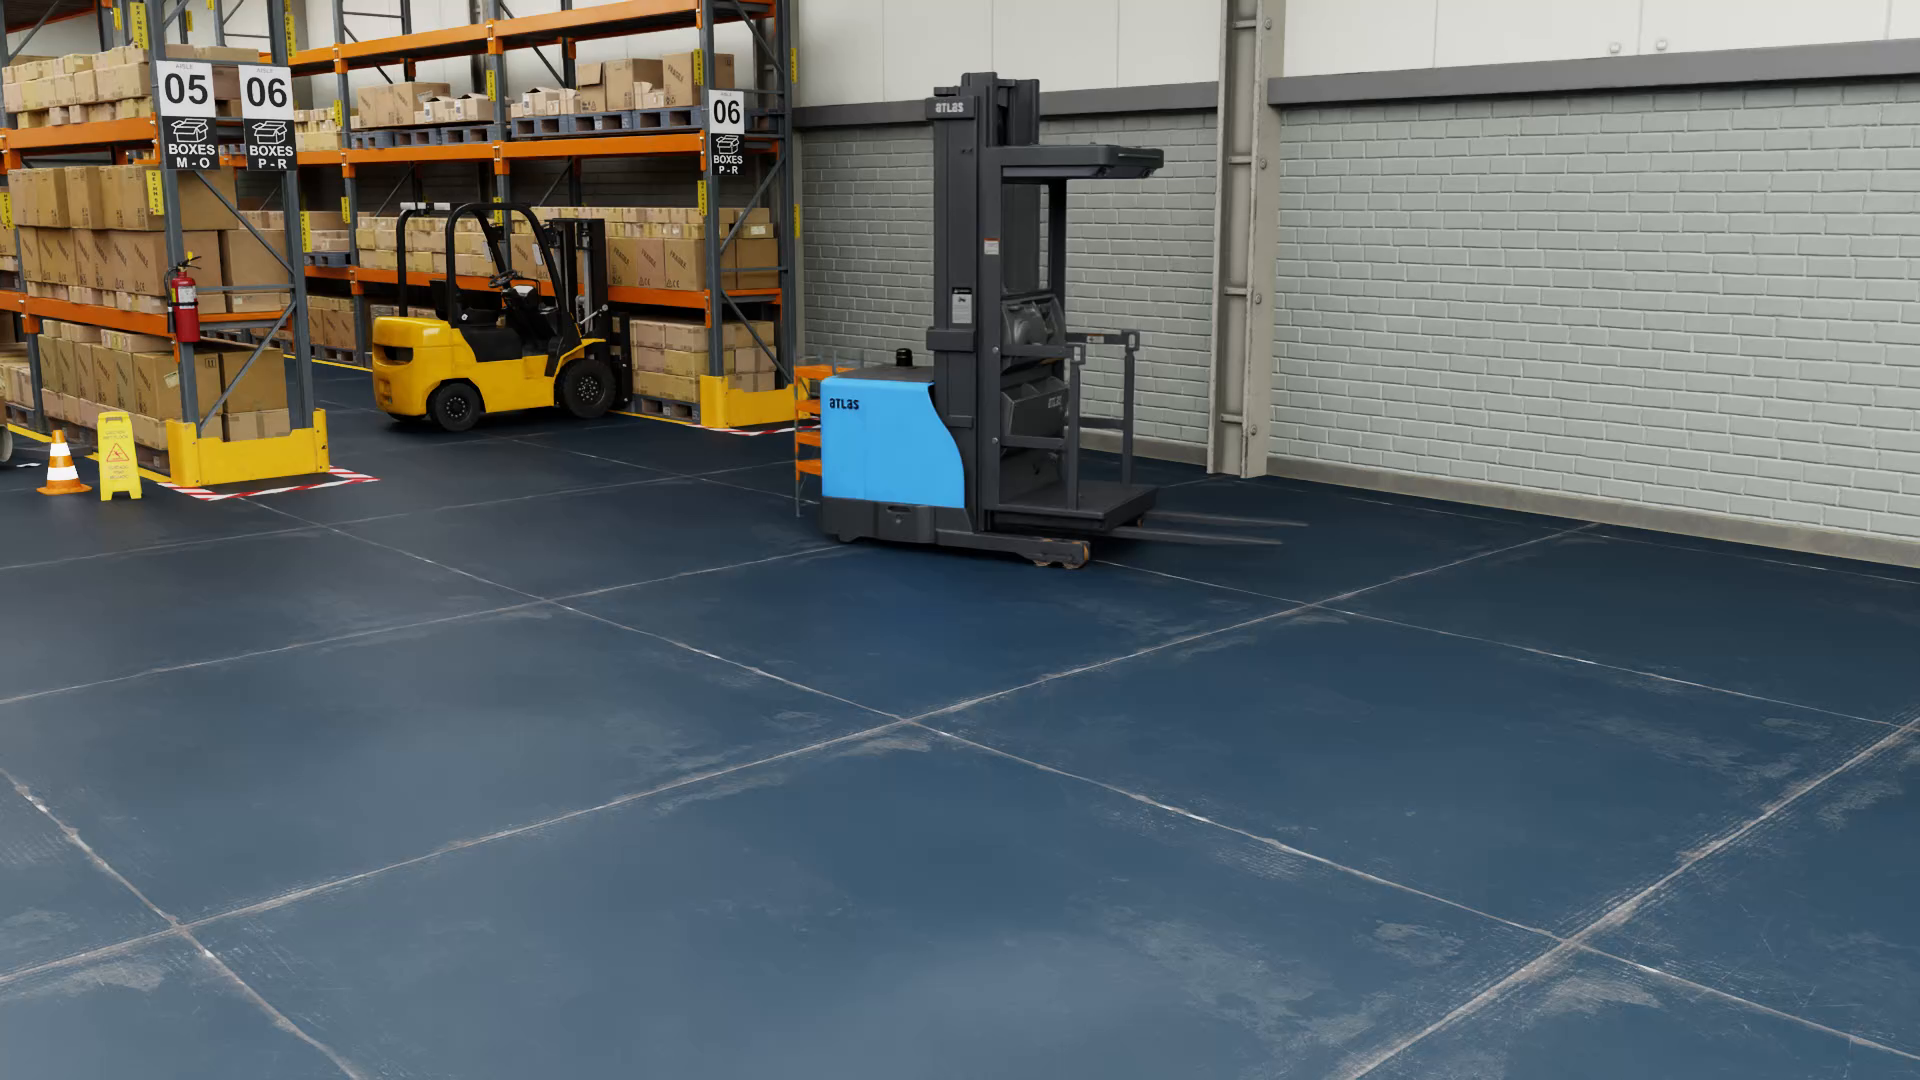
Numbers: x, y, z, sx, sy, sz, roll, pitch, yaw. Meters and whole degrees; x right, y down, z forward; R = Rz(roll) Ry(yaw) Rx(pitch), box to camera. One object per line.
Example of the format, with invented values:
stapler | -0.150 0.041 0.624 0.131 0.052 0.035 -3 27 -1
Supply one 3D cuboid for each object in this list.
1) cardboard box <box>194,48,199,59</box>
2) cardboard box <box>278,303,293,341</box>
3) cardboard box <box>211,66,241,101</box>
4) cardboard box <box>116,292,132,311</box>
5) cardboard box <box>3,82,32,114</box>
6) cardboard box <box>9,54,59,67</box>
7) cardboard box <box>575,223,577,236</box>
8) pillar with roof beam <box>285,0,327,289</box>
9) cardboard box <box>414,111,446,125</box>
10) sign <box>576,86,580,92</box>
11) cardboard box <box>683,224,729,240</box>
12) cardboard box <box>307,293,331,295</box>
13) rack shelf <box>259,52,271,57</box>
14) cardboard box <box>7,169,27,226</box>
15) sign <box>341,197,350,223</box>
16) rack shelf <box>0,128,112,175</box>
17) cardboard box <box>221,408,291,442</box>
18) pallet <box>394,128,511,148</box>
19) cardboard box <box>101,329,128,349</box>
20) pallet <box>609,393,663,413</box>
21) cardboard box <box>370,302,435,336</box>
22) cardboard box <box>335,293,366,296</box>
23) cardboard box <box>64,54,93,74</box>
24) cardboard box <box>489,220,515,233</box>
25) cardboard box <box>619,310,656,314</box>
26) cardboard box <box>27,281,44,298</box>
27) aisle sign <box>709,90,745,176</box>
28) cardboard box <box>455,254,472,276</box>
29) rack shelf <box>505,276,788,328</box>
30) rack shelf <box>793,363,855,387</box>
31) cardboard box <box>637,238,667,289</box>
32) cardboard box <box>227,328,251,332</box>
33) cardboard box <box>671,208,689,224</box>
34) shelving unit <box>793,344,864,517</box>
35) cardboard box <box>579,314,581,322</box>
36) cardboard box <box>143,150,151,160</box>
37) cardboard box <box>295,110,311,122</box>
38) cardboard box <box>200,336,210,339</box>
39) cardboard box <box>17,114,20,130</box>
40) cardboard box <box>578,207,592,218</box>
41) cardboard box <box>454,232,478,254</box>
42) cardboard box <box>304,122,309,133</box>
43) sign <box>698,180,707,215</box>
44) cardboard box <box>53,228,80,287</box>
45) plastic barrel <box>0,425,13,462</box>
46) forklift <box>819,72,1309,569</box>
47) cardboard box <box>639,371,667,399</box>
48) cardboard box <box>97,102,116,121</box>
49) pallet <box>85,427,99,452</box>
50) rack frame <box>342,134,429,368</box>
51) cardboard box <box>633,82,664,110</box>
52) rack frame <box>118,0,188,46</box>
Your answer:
cardboard box | -5.926 -3.819 13.229 0.380 0.149 0.250 -11 16 -43
cardboard box | -9.455 -3.141 23.877 0.500 0.500 0.500 11 16 43
cardboard box | -5.797 -3.620 13.248 0.500 0.250 0.500 -11 16 -44
cardboard box | -6.672 -1.965 13.637 0.380 0.149 0.250 -11 16 -42
cardboard box | -8.299 -3.991 15.048 0.500 0.250 0.500 -11 16 -44
cardboard box | -8.898 -4.465 15.806 0.500 0.250 0.500 -10 16 -41
cardboard box | -3.925 -3.336 17.817 0.250 0.149 0.380 11 16 43
pillar with roof beam | -13.285 -6.977 22.475 9.100 9.000 0.400 -11 16 -43
cardboard box | -6.329 -5.075 20.013 0.380 0.149 0.250 -11 16 -43
sign | -4.417 -5.082 19.236 0.100 0.325 0.005 -11 16 -43
cardboard box | -2.497 -3.038 16.369 0.380 0.149 0.250 -11 16 -42
cardboard box | -9.133 -3.404 23.546 0.380 0.149 0.250 -11 16 -42
rack shelf | -11.724 -7.288 25.774 1.077 0.370 4.000 -11 16 -43
cardboard box | -8.258 -3.141 15.263 0.700 0.500 0.500 -11 16 -43
sign | -7.966 -4.279 21.573 0.100 0.325 0.005 -11 16 -43
rack shelf | -9.786 -3.960 17.049 1.077 0.370 4.000 -11 16 -43
cardboard box | -6.000 -0.983 14.023 0.500 0.250 0.500 -11 16 -43
pallet | -6.272 -4.955 20.562 1.003 0.211 1.213 -10 15 -40
cardboard box | -7.039 -1.712 14.097 0.380 0.149 0.250 -10 15 -40
pallet | -3.452 -1.578 18.048 1.003 0.211 1.213 -11 16 -43
cardboard box | -7.159 -2.777 21.802 0.875 0.625 0.625 -10 15 -41
cardboard box | -8.646 -3.427 23.660 0.380 0.149 0.250 -11 16 -42
cardboard box | -7.173 -3.932 13.775 0.380 0.149 0.250 -10 16 -41
cardboard box | -5.214 -3.629 19.239 0.380 0.149 0.250 -10 15 -41
cardboard box | -3.638 -2.400 18.423 0.500 0.250 0.500 -11 16 -42
cardboard box | -8.420 -2.338 15.448 0.380 0.149 0.250 -11 16 -43
aisle sign | -2.222 -3.883 15.881 0.394 0.787 0.004 -11 16 -43
cardboard box | -5.706 -3.280 19.770 0.500 0.250 0.500 -11 16 -43
rack shelf | -3.437 -2.600 17.878 1.077 0.370 4.000 -11 16 -43
rack shelf | -0.902 -1.111 11.385 0.258 0.148 0.480 -9 15 -37
cardboard box | -2.937 -2.821 16.924 0.500 0.500 0.500 -10 15 -41
cardboard box | -10.940 -3.261 25.331 0.250 0.149 0.380 11 16 43
cardboard box | -2.648 -3.227 16.548 0.380 0.149 0.250 -11 16 -42
shelving unit | -0.902 -0.726 11.464 0.258 1.200 0.503 -9 15 -37
cardboard box | -4.013 -2.331 18.088 0.500 0.250 0.500 -10 15 -41
cardboard box | -13.053 -6.262 27.062 0.380 0.149 0.250 -10 16 -41
cardboard box | -8.752 -5.726 22.484 0.380 0.149 0.250 -11 16 -44
cardboard box | -7.097 -1.581 15.065 0.500 0.500 0.500 -10 15 -40
cardboard box | -8.367 -3.817 15.194 0.380 0.149 0.250 -11 16 -43
cardboard box | -3.865 -3.491 17.831 0.380 0.149 0.250 -11 16 -43
cardboard box | -5.702 -3.525 19.722 0.500 0.250 0.500 11 16 44
cardboard box | -8.666 -5.593 22.574 0.380 0.149 0.250 -11 16 -42
sign | -2.457 -3.270 15.891 0.100 0.325 0.005 -11 16 -43
cardboard box | -7.602 -2.498 14.618 0.500 0.500 0.500 -11 16 -43
plastic barrel | -8.164 -0.796 13.728 0.512 0.421 0.421 -1 12 -4
forklift | 0.648 -1.383 10.359 3.031 2.935 1.130 5 13 24
cardboard box | -2.945 -1.617 17.102 0.500 0.250 0.500 -11 16 -43
cardboard box | -6.779 -3.478 13.549 0.380 0.149 0.250 -11 16 -43
pallet | -7.069 -0.915 14.828 1.003 0.211 1.213 -11 16 -43
rack frame | -7.580 -3.828 22.056 1.000 3.000 0.127 -11 16 -43
cardboard box | -3.022 -4.434 16.609 0.396 0.266 0.258 -11 16 -42
rack frame | -13.105 -7.933 27.118 1.000 3.000 0.127 -11 16 -43
